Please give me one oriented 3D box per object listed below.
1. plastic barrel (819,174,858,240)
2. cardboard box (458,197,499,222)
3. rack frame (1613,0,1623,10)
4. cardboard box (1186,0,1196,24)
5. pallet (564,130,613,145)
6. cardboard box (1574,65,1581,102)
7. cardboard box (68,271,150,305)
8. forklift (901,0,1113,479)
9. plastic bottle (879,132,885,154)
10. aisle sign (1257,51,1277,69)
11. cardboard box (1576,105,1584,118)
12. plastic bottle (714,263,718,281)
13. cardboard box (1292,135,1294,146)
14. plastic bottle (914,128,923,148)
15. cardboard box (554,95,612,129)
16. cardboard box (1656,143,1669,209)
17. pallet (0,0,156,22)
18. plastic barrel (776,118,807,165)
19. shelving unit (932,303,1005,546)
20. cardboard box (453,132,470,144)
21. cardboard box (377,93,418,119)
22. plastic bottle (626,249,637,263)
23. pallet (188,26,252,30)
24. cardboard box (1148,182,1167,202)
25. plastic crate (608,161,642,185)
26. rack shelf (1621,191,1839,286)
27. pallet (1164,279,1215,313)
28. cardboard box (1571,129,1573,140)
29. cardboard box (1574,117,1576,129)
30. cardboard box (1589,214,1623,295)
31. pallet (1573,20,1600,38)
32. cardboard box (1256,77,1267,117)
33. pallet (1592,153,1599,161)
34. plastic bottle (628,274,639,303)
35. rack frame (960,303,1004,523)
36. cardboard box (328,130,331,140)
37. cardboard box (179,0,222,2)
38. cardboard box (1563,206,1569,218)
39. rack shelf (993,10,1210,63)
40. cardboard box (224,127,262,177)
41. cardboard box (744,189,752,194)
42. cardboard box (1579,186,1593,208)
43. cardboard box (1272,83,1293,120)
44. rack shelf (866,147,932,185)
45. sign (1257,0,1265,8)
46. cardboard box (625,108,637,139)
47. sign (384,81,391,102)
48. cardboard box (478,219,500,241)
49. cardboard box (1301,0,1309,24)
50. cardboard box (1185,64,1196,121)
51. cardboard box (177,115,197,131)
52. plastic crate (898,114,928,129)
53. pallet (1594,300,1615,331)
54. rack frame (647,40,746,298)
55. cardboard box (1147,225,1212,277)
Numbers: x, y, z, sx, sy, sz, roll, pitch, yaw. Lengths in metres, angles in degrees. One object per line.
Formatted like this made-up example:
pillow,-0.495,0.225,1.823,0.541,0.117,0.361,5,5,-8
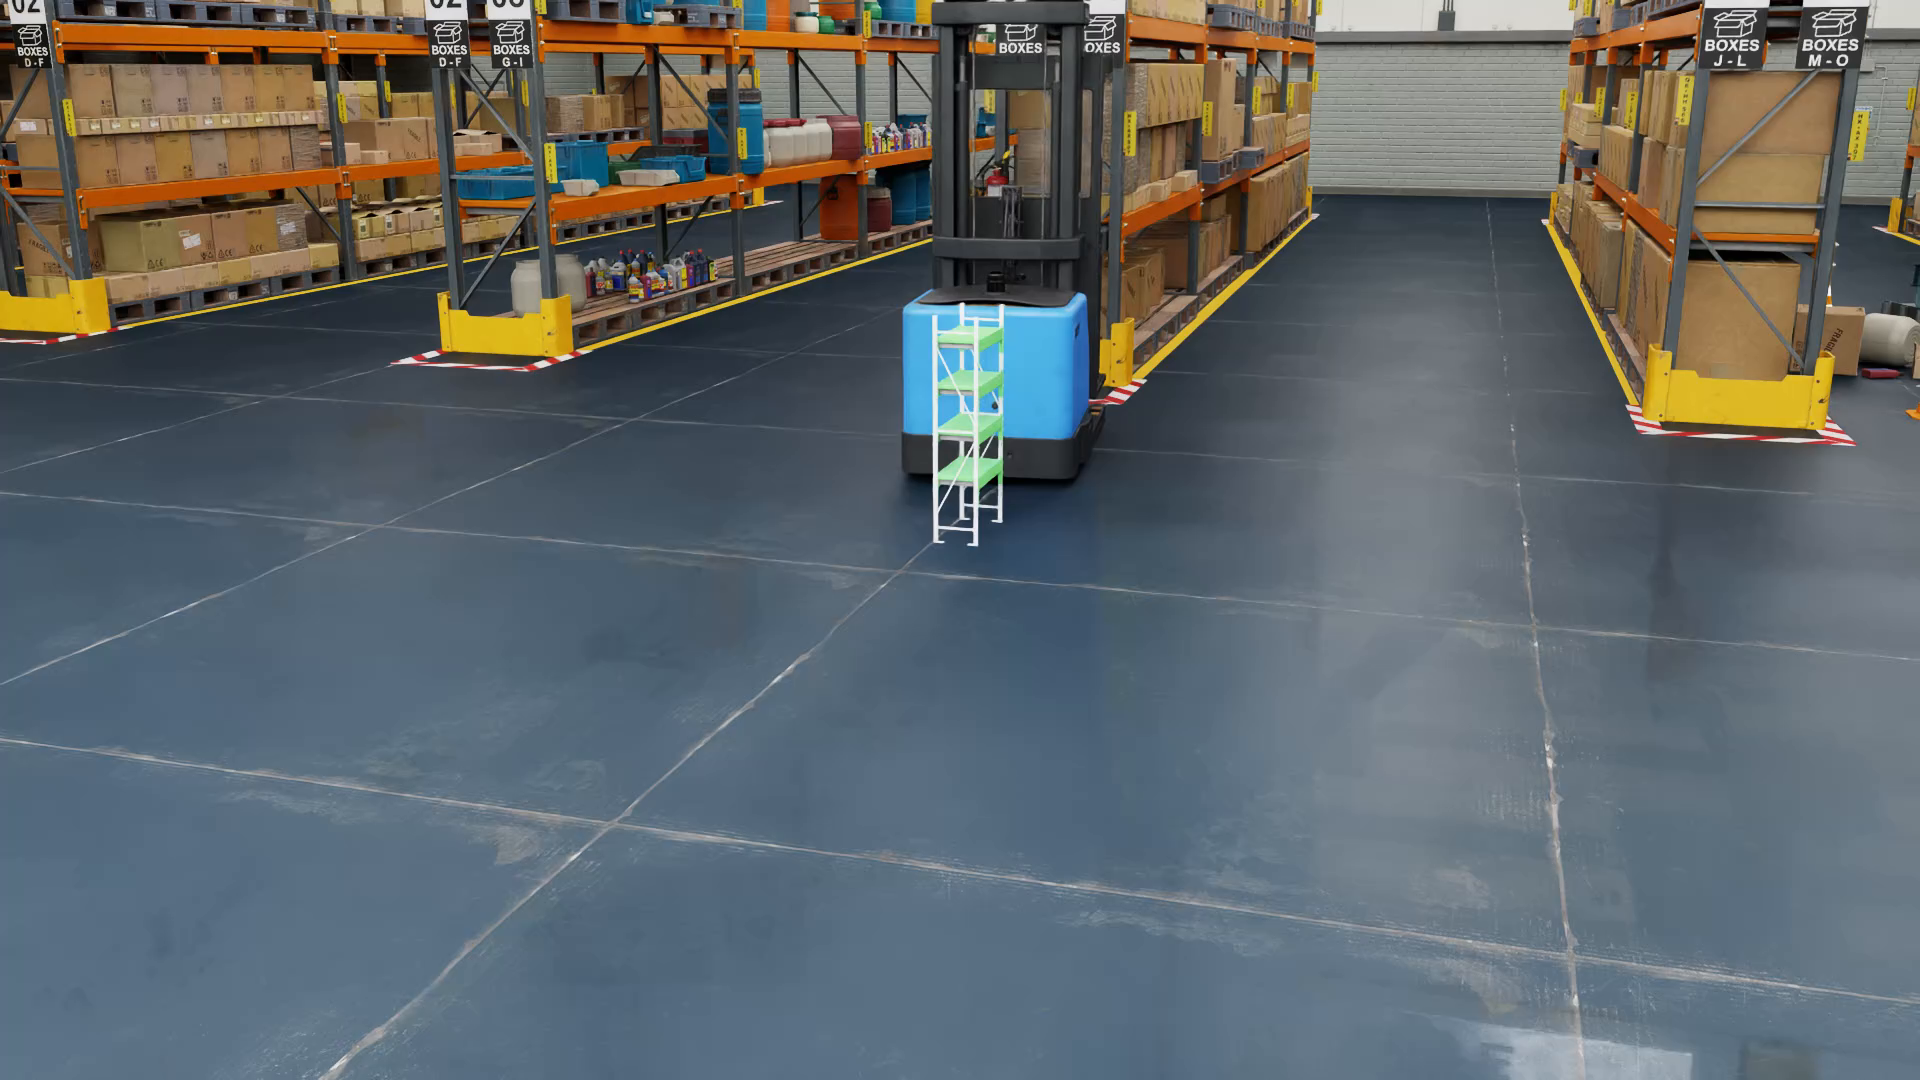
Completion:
plastic barrel,-1.587,-4.475,22.316,0.600,0.830,0.708,5,16,16
cardboard box,-6.512,-4.429,22.189,0.500,0.311,0.500,4,16,15
rack frame,7.765,-7.278,17.999,1.000,3.000,0.127,5,16,16
cardboard box,1.864,-4.852,15.218,0.500,0.250,0.500,5,17,17
pallet,-5.910,-5.989,24.800,1.003,0.211,1.213,5,16,16
cardboard box,8.918,-6.391,23.302,0.500,0.500,0.500,4,16,14
cardboard box,-8.366,-2.482,16.351,0.500,0.250,0.500,5,16,16
forklift,0.406,-2.126,10.954,1.130,2.935,3.031,3,16,9
plastic bottle,-1.064,-5.372,22.486,0.061,0.283,0.133,5,16,16
aisle sign,5.045,-8.189,27.440,0.394,0.787,0.004,5,16,16
cardboard box,7.983,-5.400,20.973,0.380,0.149,0.250,5,17,18
plastic bottle,-2.651,-2.887,17.834,0.097,0.201,0.097,0,16,0
cardboard box,4.800,-5.987,24.901,0.380,0.149,0.250,4,16,14
plastic bottle,-0.623,-5.819,24.074,0.152,0.276,0.135,5,16,16
cardboard box,-5.805,-6.578,25.570,0.700,0.500,0.500,7,17,25
cardboard box,6.080,-2.896,13.268,0.875,0.550,0.500,5,16,16
pallet,-8.506,-5.063,15.848,1.003,0.211,1.213,5,16,16
plastic barrel,-2.033,-4.745,19.811,0.433,0.535,0.433,0,16,0
shelving unit,0.047,-0.621,8.818,0.258,1.200,0.503,5,16,16
cardboard box,-6.898,-5.311,22.219,0.500,0.311,0.500,4,16,15
cardboard box,-9.902,-7.287,28.474,0.980,0.700,0.700,5,17,17
plastic bottle,-3.474,-2.899,17.602,0.144,0.351,0.185,5,17,17
pallet,-11.076,-7.480,24.555,1.213,0.211,1.003,5,17,18
cardboard box,1.594,-3.030,14.477,0.380,0.149,0.250,5,16,16
plastic crate,-3.503,-3.706,16.786,0.450,0.188,0.662,5,16,16
rack shelf,6.060,-2.476,13.382,1.077,0.370,4.000,5,16,16
pallet,2.122,-2.619,17.676,1.003,0.211,1.213,5,16,16
cardboard box,8.129,-5.249,21.528,0.380,0.149,0.250,5,17,16
cardboard box,8.057,-5.321,21.239,0.380,0.149,0.250,5,17,18
cardboard box,6.997,-2.887,16.864,1.050,0.750,0.750,5,16,16
pallet,8.625,-6.638,21.583,1.213,0.211,1.003,5,16,16
cardboard box,3.634,-5.870,22.007,0.797,0.503,0.637,5,17,18
pallet,8.289,-4.821,20.681,1.003,0.211,1.213,5,16,16
plastic bottle,-3.169,-2.444,16.141,0.097,0.271,0.097,0,16,0
rack frame,0.116,-0.684,9.043,0.240,1.200,0.015,5,16,16
cardboard box,-10.214,-6.516,26.729,0.380,0.149,0.250,5,16,16
cardboard box,-8.184,-5.867,17.305,0.797,0.503,0.637,7,17,22
cardboard box,8.811,-4.663,23.681,0.380,0.149,0.250,4,16,14
rack shelf,1.334,-4.331,14.421,1.077,0.370,4.000,5,16,16
cardboard box,-8.005,-4.188,17.915,0.700,0.500,0.500,5,17,17
cardboard box,-4.103,-6.513,30.070,0.500,0.500,0.500,5,16,16
cardboard box,8.141,-4.354,21.118,0.500,0.250,0.500,5,17,18
cardboard box,4.557,-6.387,24.206,0.500,0.500,0.500,5,16,16
rack shelf,-1.142,-5.365,23.564,1.077,0.370,4.000,5,16,16
sign,3.558,-6.452,19.637,0.100,0.325,0.005,5,16,16
cardboard box,-5.425,-6.818,27.186,0.500,0.500,0.500,5,17,17
sign,-9.549,-7.482,27.733,0.100,0.325,0.005,5,16,16
cardboard box,-6.517,-4.160,22.268,0.500,0.250,0.500,4,16,15
cardboard box,5.216,-8.497,26.658,0.700,0.500,0.500,4,16,13
cardboard box,1.897,-4.159,15.435,0.500,0.500,0.500,5,16,16
cardboard box,-8.050,-4.263,16.989,0.380,0.149,0.250,4,16,15
plastic crate,-0.768,-6.404,25.828,0.392,0.384,0.575,5,16,16
pallet,6.776,-2.212,16.241,1.003,0.211,1.213,5,16,16
rack frame,-2.847,-4.141,17.932,1.000,3.000,0.127,5,16,16
cardboard box,2.409,-3.195,18.370,0.700,0.500,0.500,3,16,11
